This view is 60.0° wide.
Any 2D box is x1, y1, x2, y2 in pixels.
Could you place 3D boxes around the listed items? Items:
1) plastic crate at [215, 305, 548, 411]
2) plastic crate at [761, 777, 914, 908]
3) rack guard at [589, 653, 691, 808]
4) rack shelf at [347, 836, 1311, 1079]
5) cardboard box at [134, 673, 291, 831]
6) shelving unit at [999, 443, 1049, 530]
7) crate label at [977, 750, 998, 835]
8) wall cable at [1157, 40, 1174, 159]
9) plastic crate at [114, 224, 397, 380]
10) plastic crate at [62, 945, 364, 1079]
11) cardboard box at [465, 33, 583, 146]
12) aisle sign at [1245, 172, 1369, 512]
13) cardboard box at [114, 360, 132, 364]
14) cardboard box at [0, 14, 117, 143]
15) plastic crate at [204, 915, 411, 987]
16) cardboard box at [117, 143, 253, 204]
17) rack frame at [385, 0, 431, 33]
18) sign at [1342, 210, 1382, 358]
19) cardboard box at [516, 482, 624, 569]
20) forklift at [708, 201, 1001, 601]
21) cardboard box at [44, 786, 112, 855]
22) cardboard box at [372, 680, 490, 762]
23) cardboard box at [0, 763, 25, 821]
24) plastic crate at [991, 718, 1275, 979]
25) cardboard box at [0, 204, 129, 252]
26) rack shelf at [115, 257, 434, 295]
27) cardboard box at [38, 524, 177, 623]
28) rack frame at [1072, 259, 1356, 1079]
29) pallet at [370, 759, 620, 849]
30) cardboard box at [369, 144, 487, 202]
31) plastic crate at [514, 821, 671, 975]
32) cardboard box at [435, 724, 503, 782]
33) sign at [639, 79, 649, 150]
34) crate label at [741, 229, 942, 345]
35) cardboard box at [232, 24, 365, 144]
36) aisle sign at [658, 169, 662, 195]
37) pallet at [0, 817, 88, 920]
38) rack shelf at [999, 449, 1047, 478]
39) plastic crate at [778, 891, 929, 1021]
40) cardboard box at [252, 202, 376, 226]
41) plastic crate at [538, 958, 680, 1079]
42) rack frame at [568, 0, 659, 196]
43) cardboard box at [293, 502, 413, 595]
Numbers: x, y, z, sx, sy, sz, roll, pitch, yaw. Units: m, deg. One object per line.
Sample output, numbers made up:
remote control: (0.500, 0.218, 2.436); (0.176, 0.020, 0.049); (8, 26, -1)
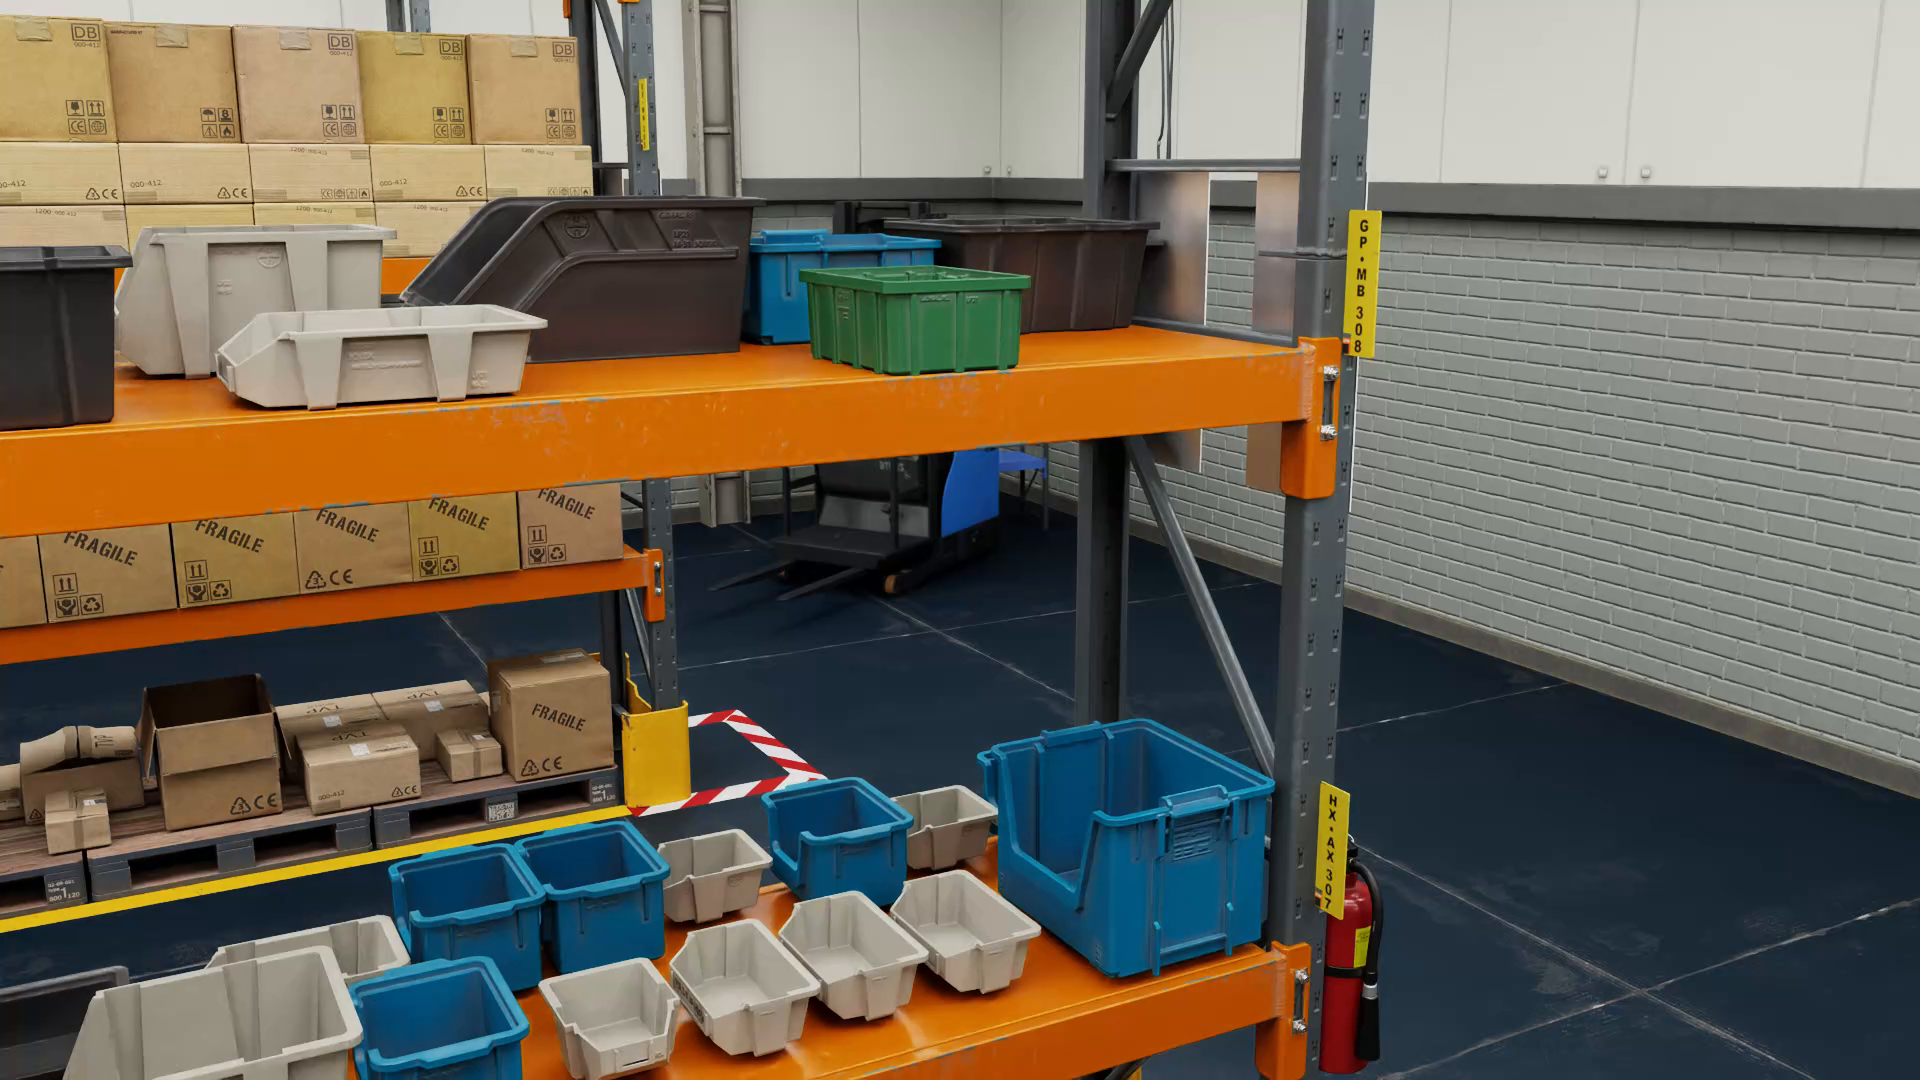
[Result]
plastic crate: (-1.068, -0.338, 3.049); (0.530, 0.136, 0.437); (-7, 14, -28)
plastic crate: (-0.325, 0.815, 4.399); (0.300, 0.233, 0.416); (-7, 14, -28)
rack guard: (-1.810, 1.004, 9.010); (0.348, 0.500, 1.175); (-7, 14, -28)
rack shelf: (-1.128, 1.293, 3.672); (4.000, 0.370, 1.077); (-7, 14, -28)
cardboard box: (-3.607, 1.002, 8.010); (0.637, 0.503, 0.797); (-7, 14, -28)
shelving unit: (0.213, -0.823, 14.848); (1.048, 1.500, 0.538); (-6, 14, -25)
crate label: (0.253, 0.746, 4.706); (0.303, 0.233, 0.416); (-7, 14, -28)
wall cable: (1.016, -3.116, 15.032); (0.112, 2.526, 3.097); (-7, 14, -28)
plastic crate: (-1.466, -0.501, 3.440); (0.530, 0.282, 0.437); (-7, 14, -28)
plastic crate: (-1.455, 1.055, 3.221); (0.530, 0.282, 0.437); (-7, 14, -28)
cardboard box: (-2.186, -2.167, 8.067); (0.500, 0.500, 0.700); (-7, 14, -28)
aisle sign: (0.831, -0.488, 4.025); (0.004, 0.787, 0.394); (-7, 14, -28)
cardboard box: (-4.043, -0.550, 7.716); (0.500, 0.500, 0.500); (-7, 14, -27)
cardboard box: (-3.903, -1.940, 7.063); (0.500, 0.500, 0.700); (-7, 14, -28)
plastic crate: (-1.499, 1.010, 3.752); (0.466, 0.136, 0.293); (-7, 14, -28)
cardboard box: (-3.387, -1.596, 7.241); (0.500, 0.250, 0.500); (-7, 14, -28)
rack frame: (-4.120, -4.105, 12.353); (0.127, 3.000, 1.000); (-7, 14, -28)
sign: (0.905, -0.577, 3.747); (0.005, 0.325, 0.100); (-7, 14, -28)
cardboard box: (-2.006, -0.173, 8.318); (0.500, 0.500, 0.500); (-6, 14, -26)
forklift: (-0.804, -1.114, 12.885); (1.130, 2.935, 3.031); (7, 14, 28)
cardboard box: (-4.027, 1.269, 7.588); (0.250, 0.166, 0.380); (-7, 14, -28)
cardboard box: (-2.795, 0.958, 8.780); (0.500, 0.250, 0.500); (-7, 14, -28)
cardboard box: (-4.589, 1.208, 7.902); (0.250, 0.149, 0.380); (-7, 14, -28)
plastic crate: (0.423, 0.756, 4.201); (0.499, 0.435, 0.616); (-7, 14, -28)
cardboard box: (-3.828, -1.301, 7.067); (0.500, 0.250, 0.500); (-7, 14, -28)
rack shelf: (-3.498, -1.126, 7.586); (4.000, 0.370, 1.077); (-7, 14, -28)
cardboard box: (-3.788, 0.041, 7.369); (0.500, 0.500, 0.500); (-7, 14, -28)
rack frame: (0.627, 0.731, 4.528); (0.127, 3.000, 1.000); (-7, 14, -28)
pallet: (-2.509, 1.229, 8.669); (1.213, 0.211, 1.003); (-7, 14, -28)
cardboard box: (-2.510, -1.702, 7.711); (0.500, 0.250, 0.500); (-7, 14, -28)
plastic crate: (-0.903, 0.885, 4.091); (0.300, 0.233, 0.416); (-7, 14, -28)
cardboard box: (-2.501, 1.074, 8.457); (0.250, 0.166, 0.380); (-7, 14, -28)
sign: (-1.495, -2.010, 7.860); (0.005, 0.325, 0.100); (-7, 14, -28)
crate label: (-0.337, -0.625, 4.060); (0.502, 0.251, 0.408); (-7, 14, -28)
cardboard box: (-3.053, -2.057, 7.580); (0.500, 0.500, 0.700); (-7, 14, -28)
aisle sign: (-1.536, -1.440, 8.256); (0.004, 0.787, 0.394); (-7, 14, -28)
pallet: (-4.651, 1.486, 7.528); (1.213, 0.211, 1.003); (-7, 14, -28)
rack shelf: (0.213, -0.647, 14.888); (1.000, 0.185, 0.538); (-6, 14, -25)
plastic crate: (-0.263, 0.979, 3.891); (0.243, 0.136, 0.396); (-7, 14, -28)
cardboard box: (-2.944, -1.403, 7.523); (0.500, 0.250, 0.500); (-7, 14, -28)
plastic crate: (-0.747, 1.048, 3.586); (0.250, 0.136, 0.298); (-7, 14, -28)
rack frame: (-1.743, -3.151, 8.113); (0.127, 3.000, 1.000); (-7, 14, -28)
cardboard box: (-2.900, -0.066, 7.844); (0.500, 0.500, 0.500); (-7, 14, -27)
